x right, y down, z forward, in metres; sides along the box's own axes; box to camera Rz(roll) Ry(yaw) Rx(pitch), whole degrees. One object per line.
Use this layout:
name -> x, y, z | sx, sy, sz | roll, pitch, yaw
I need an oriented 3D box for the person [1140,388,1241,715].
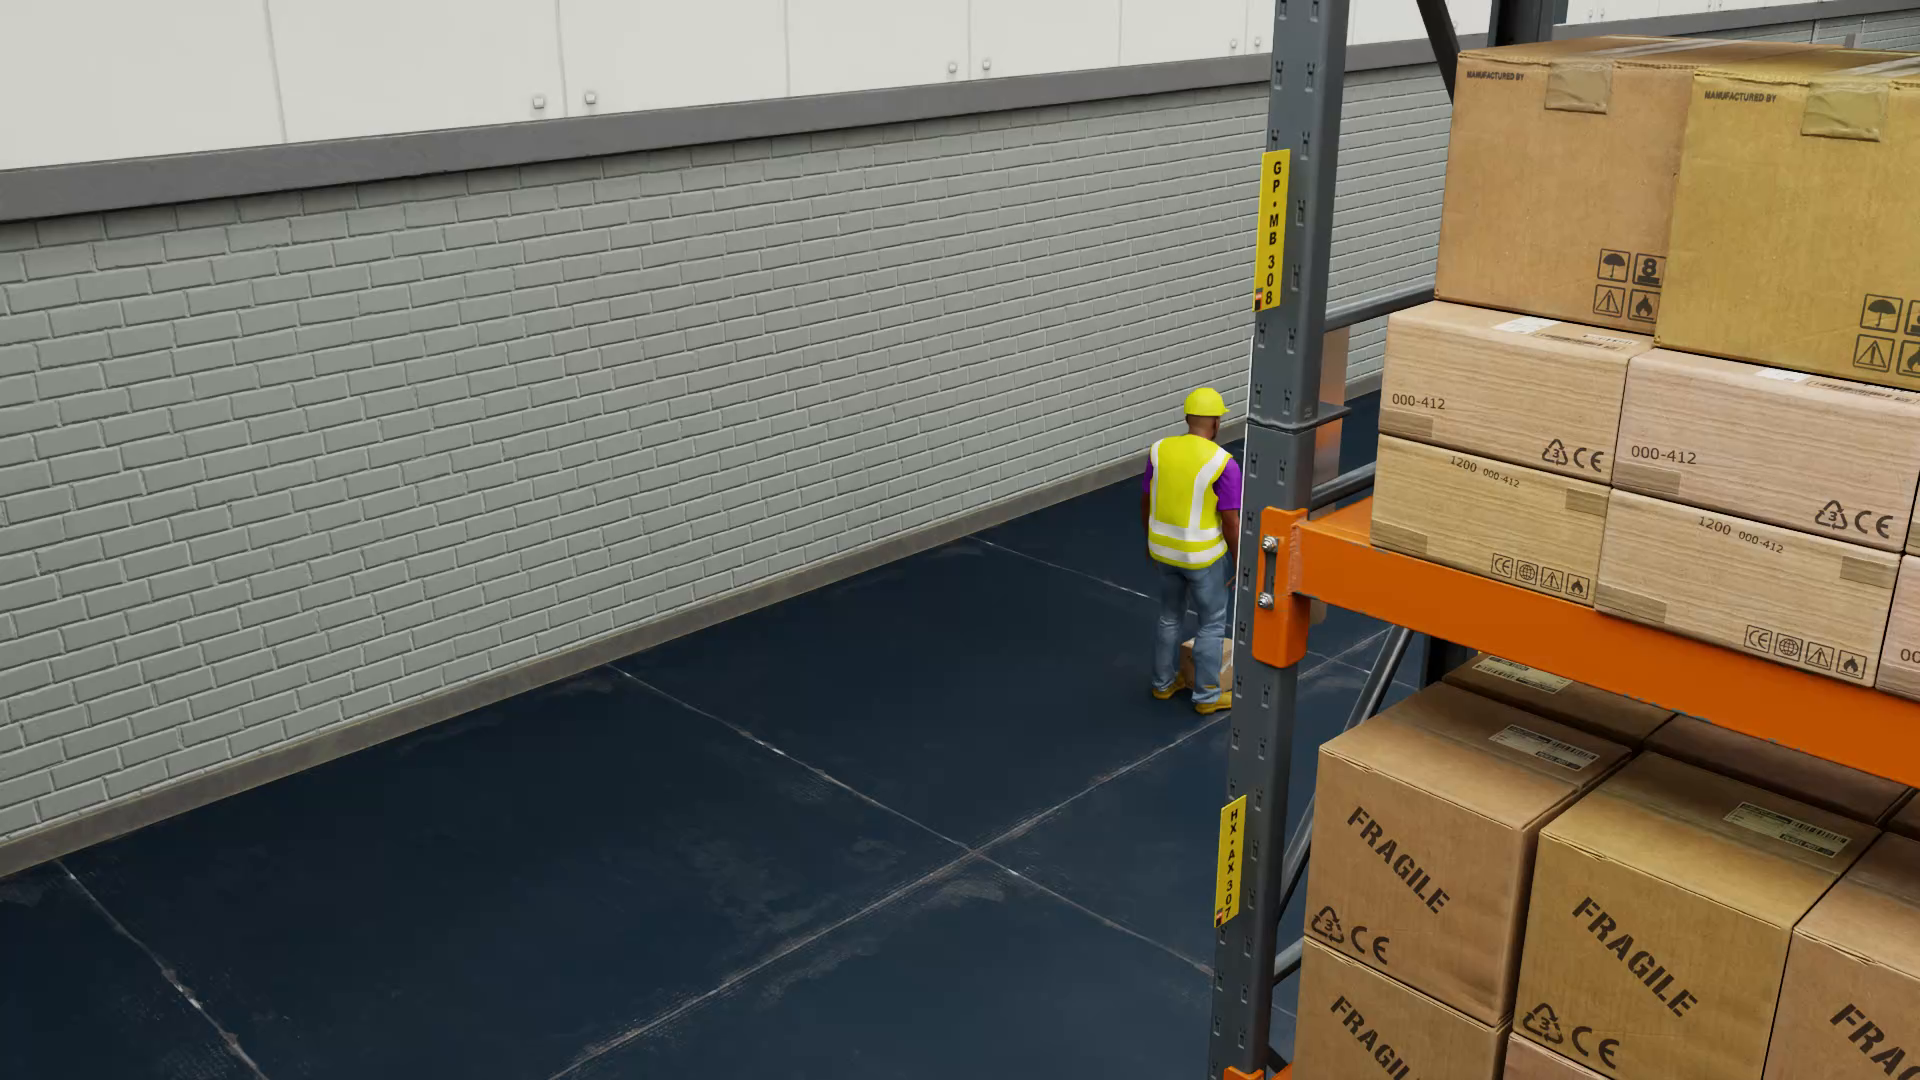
person -> 1.253, 0.051, 8.916 | 0.621, 1.759, 0.459 | 17, 27, 39
